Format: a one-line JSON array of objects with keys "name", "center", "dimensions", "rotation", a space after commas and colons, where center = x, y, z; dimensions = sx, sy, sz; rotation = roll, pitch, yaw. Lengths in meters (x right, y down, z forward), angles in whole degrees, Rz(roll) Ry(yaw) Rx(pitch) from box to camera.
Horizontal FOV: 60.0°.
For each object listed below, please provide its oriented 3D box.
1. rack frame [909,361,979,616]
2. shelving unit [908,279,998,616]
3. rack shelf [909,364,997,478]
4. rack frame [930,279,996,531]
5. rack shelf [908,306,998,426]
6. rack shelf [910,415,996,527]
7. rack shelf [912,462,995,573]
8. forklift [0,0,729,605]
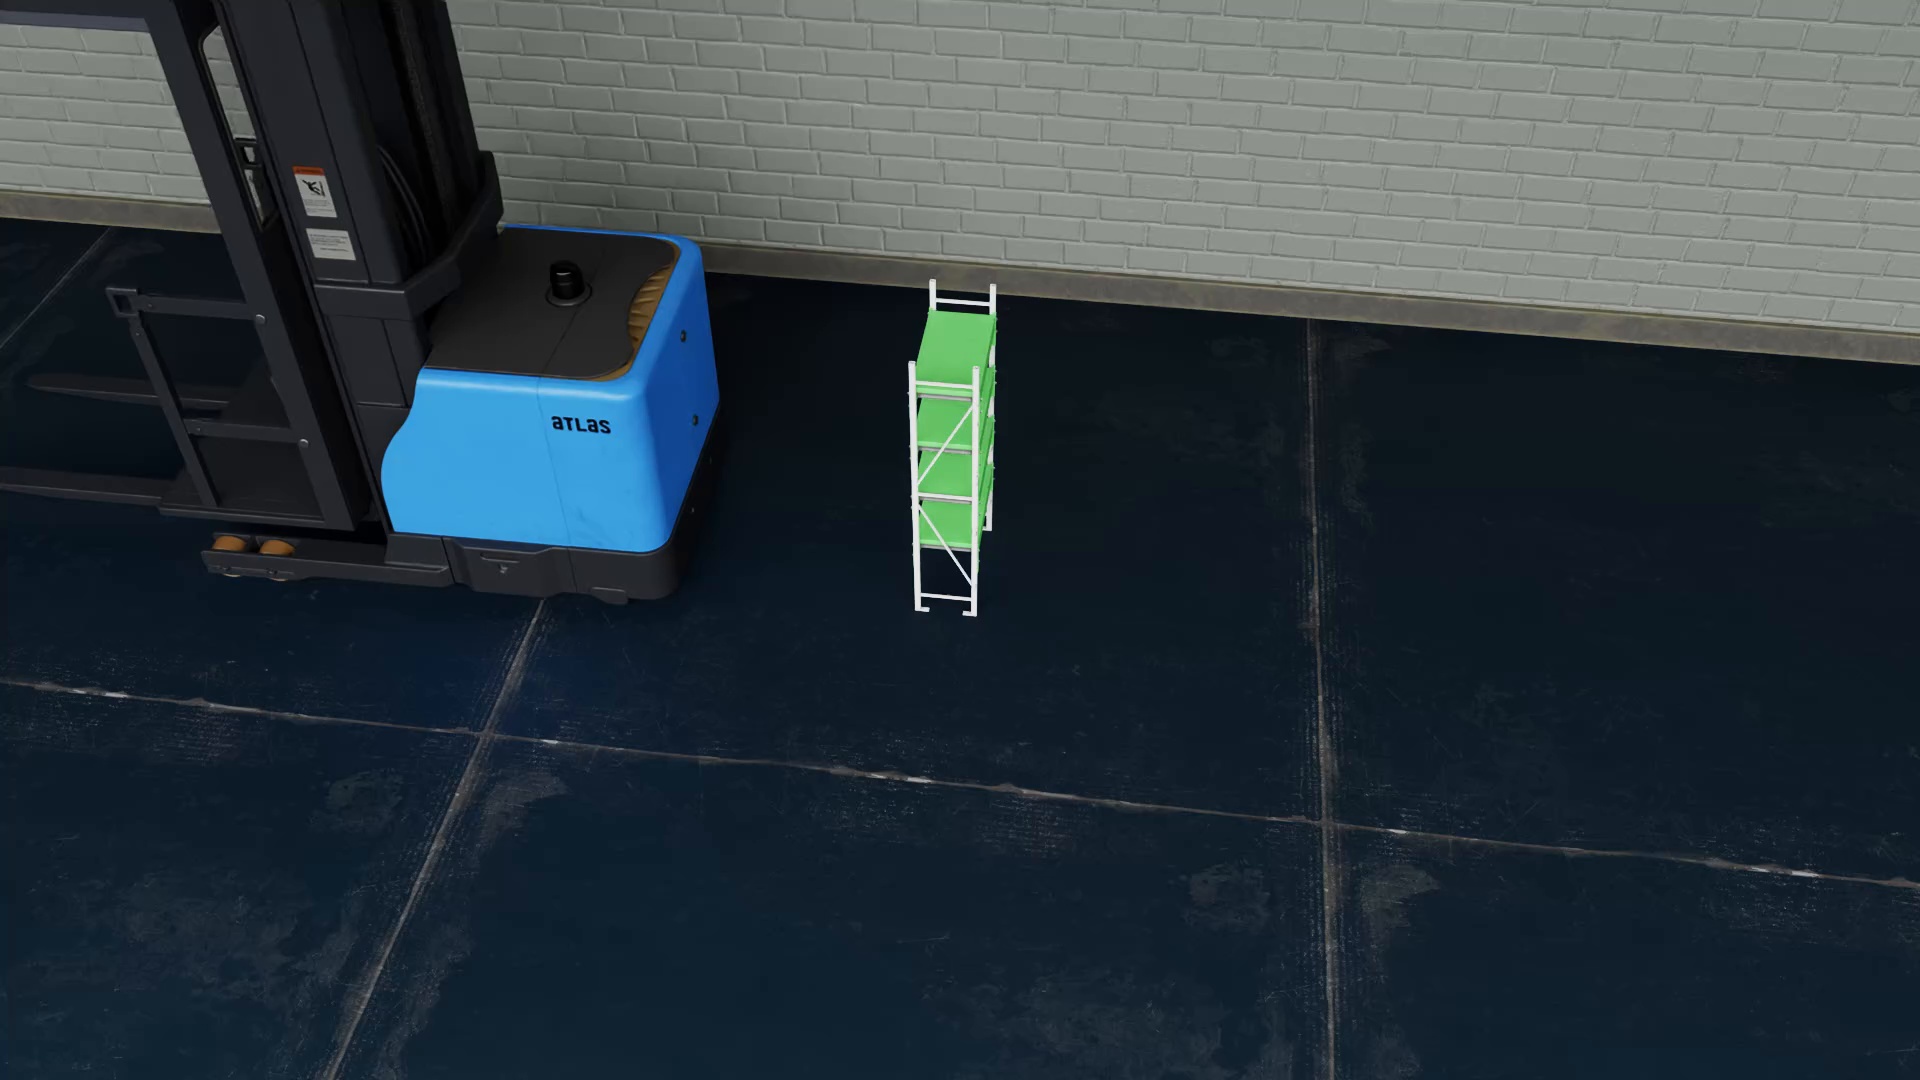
[{"name": "rack frame", "center": [-0.054, -0.157, 6.043], "dimensions": [0.240, 1.200, 0.015], "rotation": [5, 44, 6]}, {"name": "shelving unit", "center": [-0.022, -0.323, 6.218], "dimensions": [0.258, 1.200, 0.503], "rotation": [5, 44, 6]}, {"name": "rack shelf", "center": [-0.022, -0.451, 6.097], "dimensions": [0.258, 0.148, 0.480], "rotation": [5, 44, 6]}, {"name": "rack frame", "center": [0.010, -0.489, 6.394], "dimensions": [0.240, 1.200, 0.015], "rotation": [5, 44, 6]}, {"name": "rack shelf", "center": [-0.022, -0.625, 5.932], "dimensions": [0.258, 0.148, 0.480], "rotation": [5, 44, 6]}, {"name": "rack shelf", "center": [-0.022, -0.276, 6.262], "dimensions": [0.258, 0.148, 0.480], "rotation": [5, 44, 6]}, {"name": "rack shelf", "center": [-0.022, -0.102, 6.427], "dimensions": [0.258, 0.148, 0.480], "rotation": [5, 44, 6]}, {"name": "forklift", "center": [-2.541, -1.257, 5.946], "dimensions": [3.031, 2.935, 1.130], "rotation": [5, 44, 5]}]
